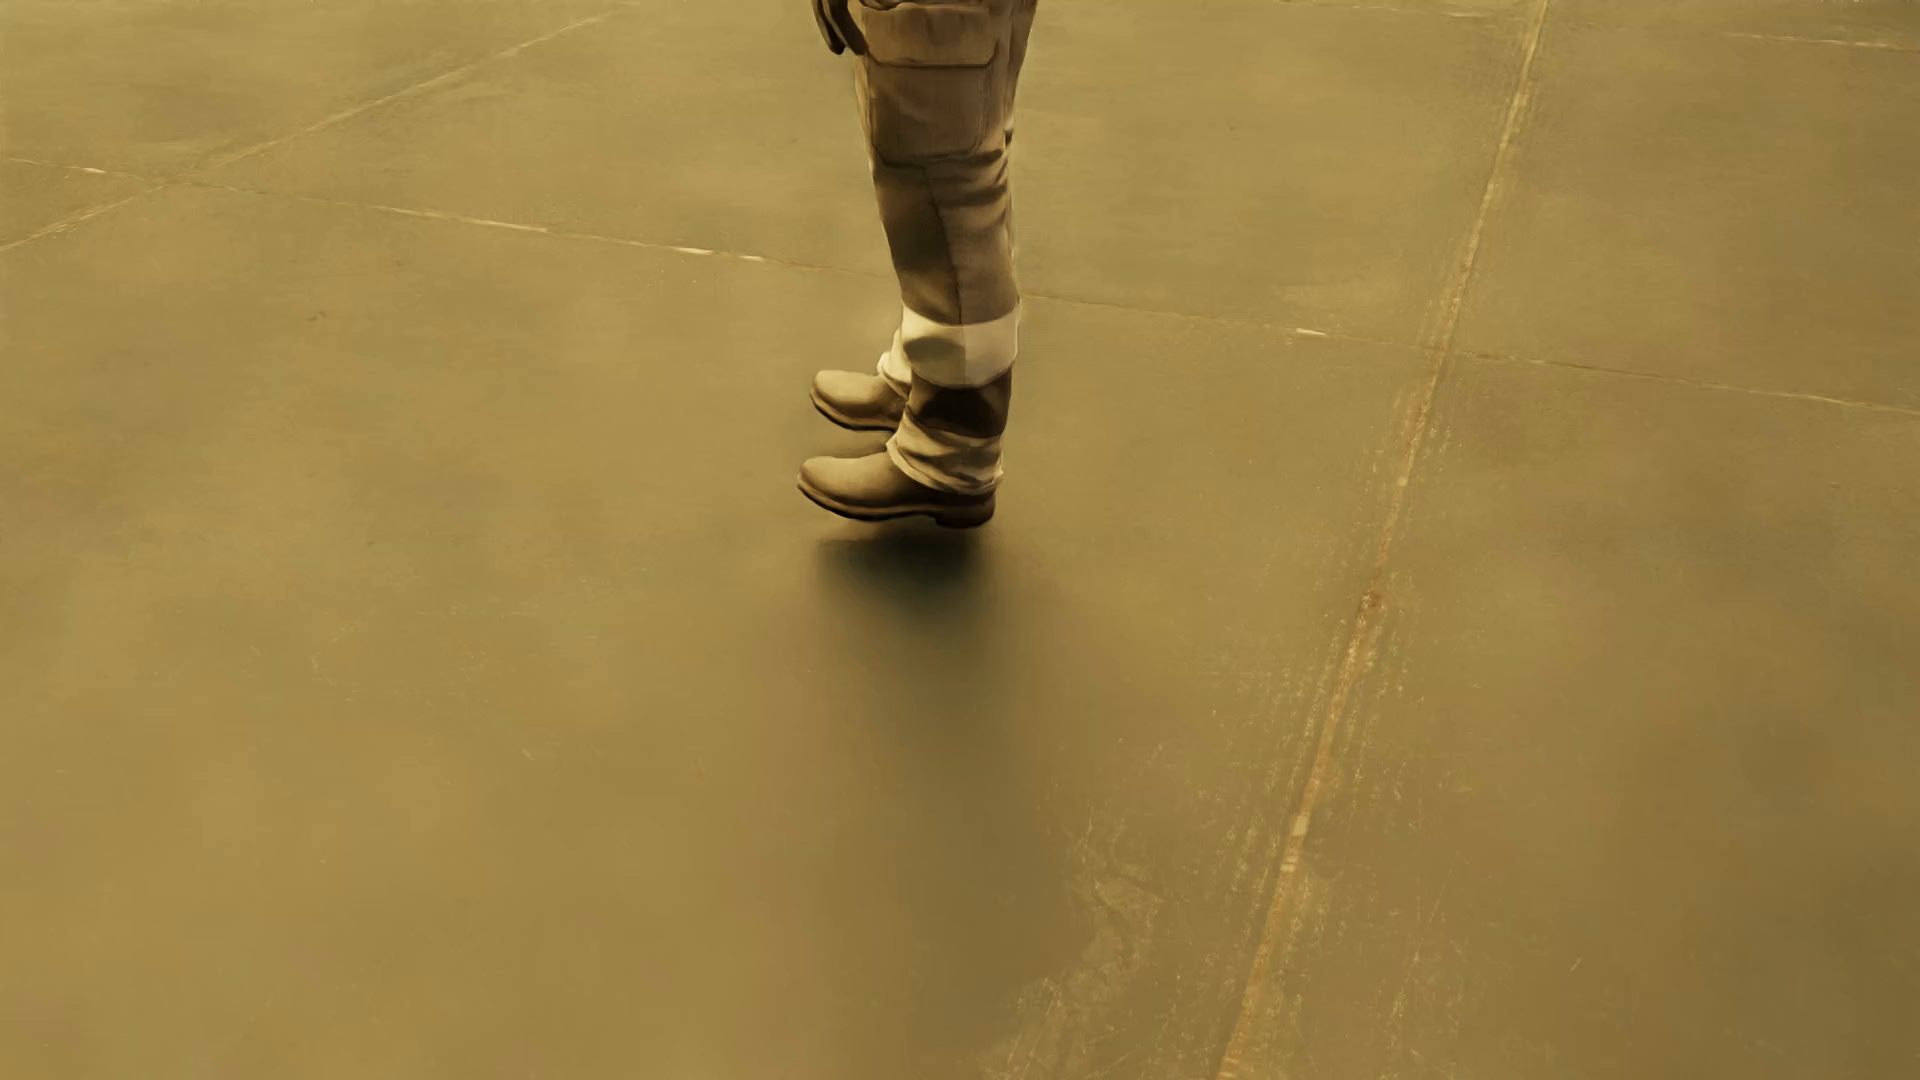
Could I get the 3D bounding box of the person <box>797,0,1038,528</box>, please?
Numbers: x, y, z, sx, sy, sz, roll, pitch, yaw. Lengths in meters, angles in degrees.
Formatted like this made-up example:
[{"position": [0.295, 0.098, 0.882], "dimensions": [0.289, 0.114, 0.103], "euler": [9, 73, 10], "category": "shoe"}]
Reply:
[{"position": [-0.071, -0.838, 2.069], "dimensions": [0.563, 1.787, 0.637], "euler": [10, 31, 18], "category": "person"}]
